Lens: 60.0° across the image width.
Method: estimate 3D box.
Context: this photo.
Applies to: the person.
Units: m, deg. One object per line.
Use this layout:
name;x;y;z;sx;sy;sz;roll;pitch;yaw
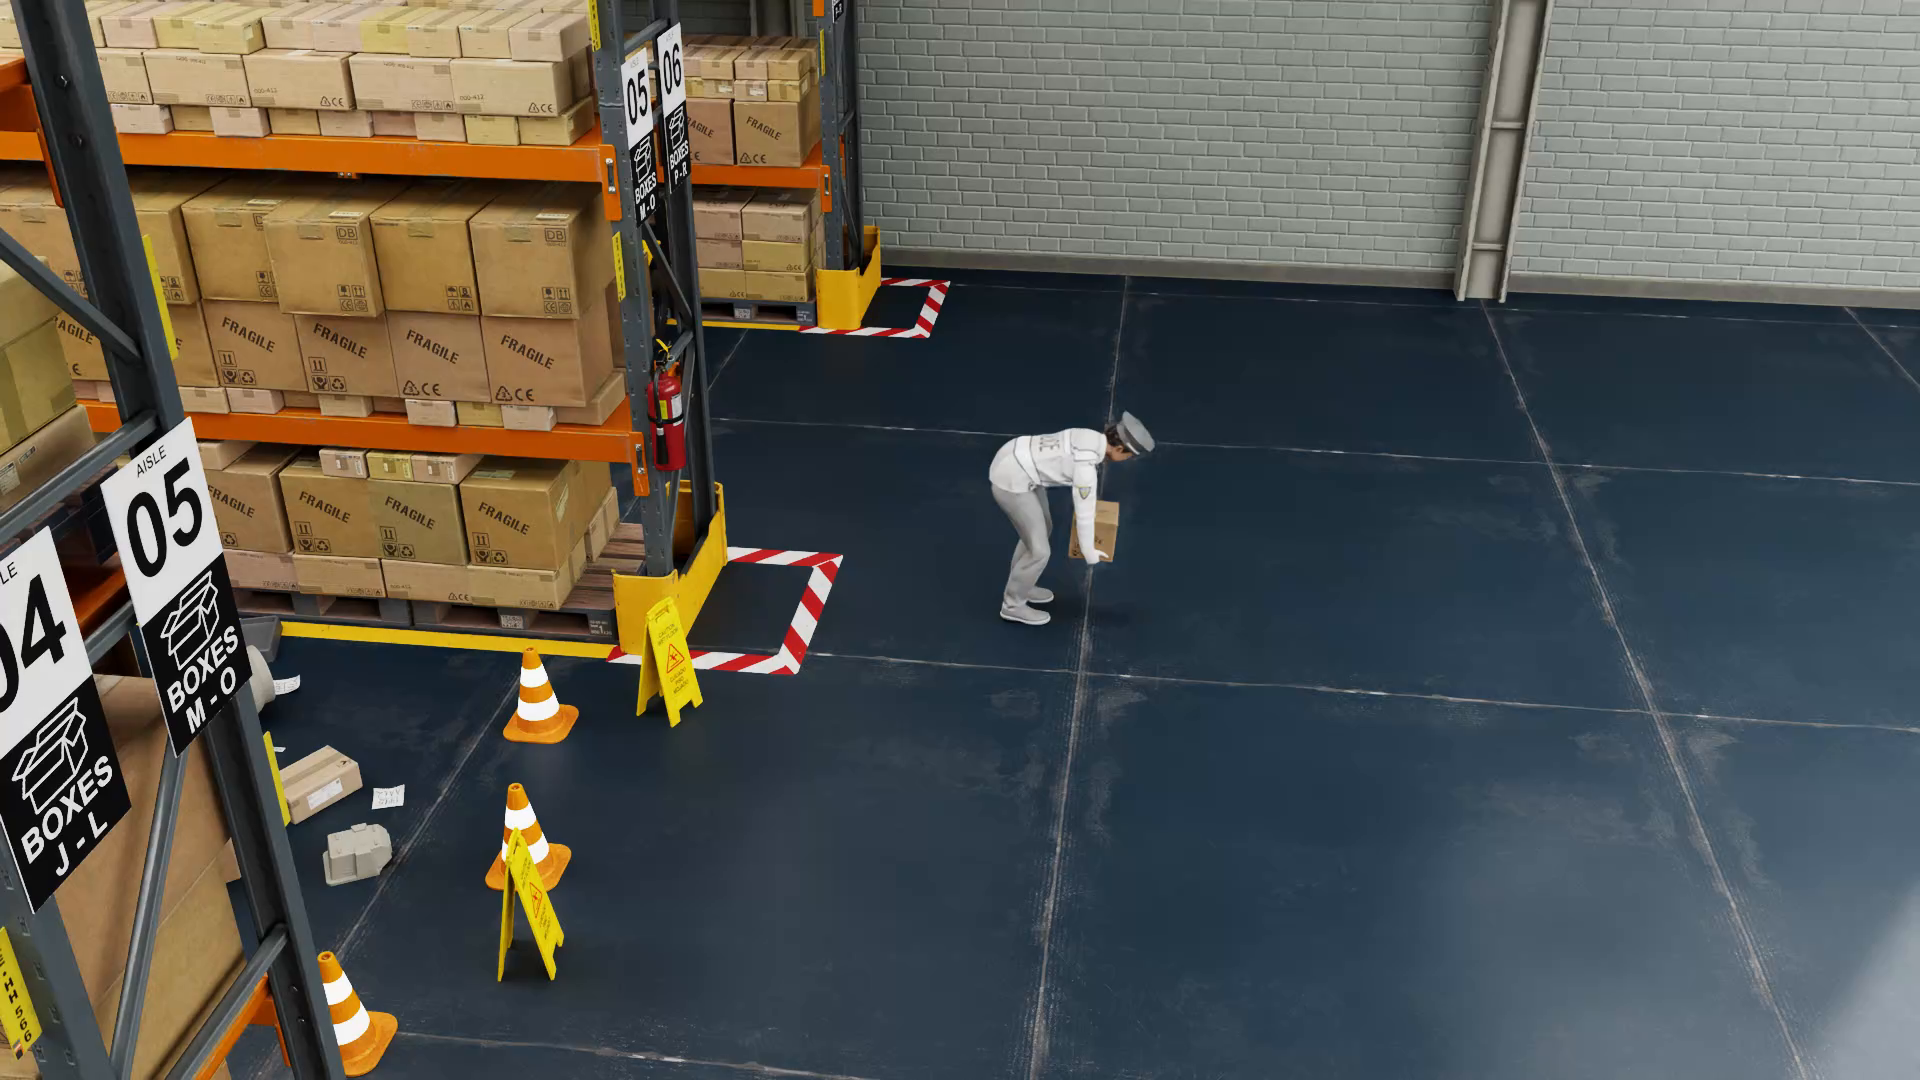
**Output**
person;0.613;-0.137;9.314;0.906;1.251;0.411;3;29;5
